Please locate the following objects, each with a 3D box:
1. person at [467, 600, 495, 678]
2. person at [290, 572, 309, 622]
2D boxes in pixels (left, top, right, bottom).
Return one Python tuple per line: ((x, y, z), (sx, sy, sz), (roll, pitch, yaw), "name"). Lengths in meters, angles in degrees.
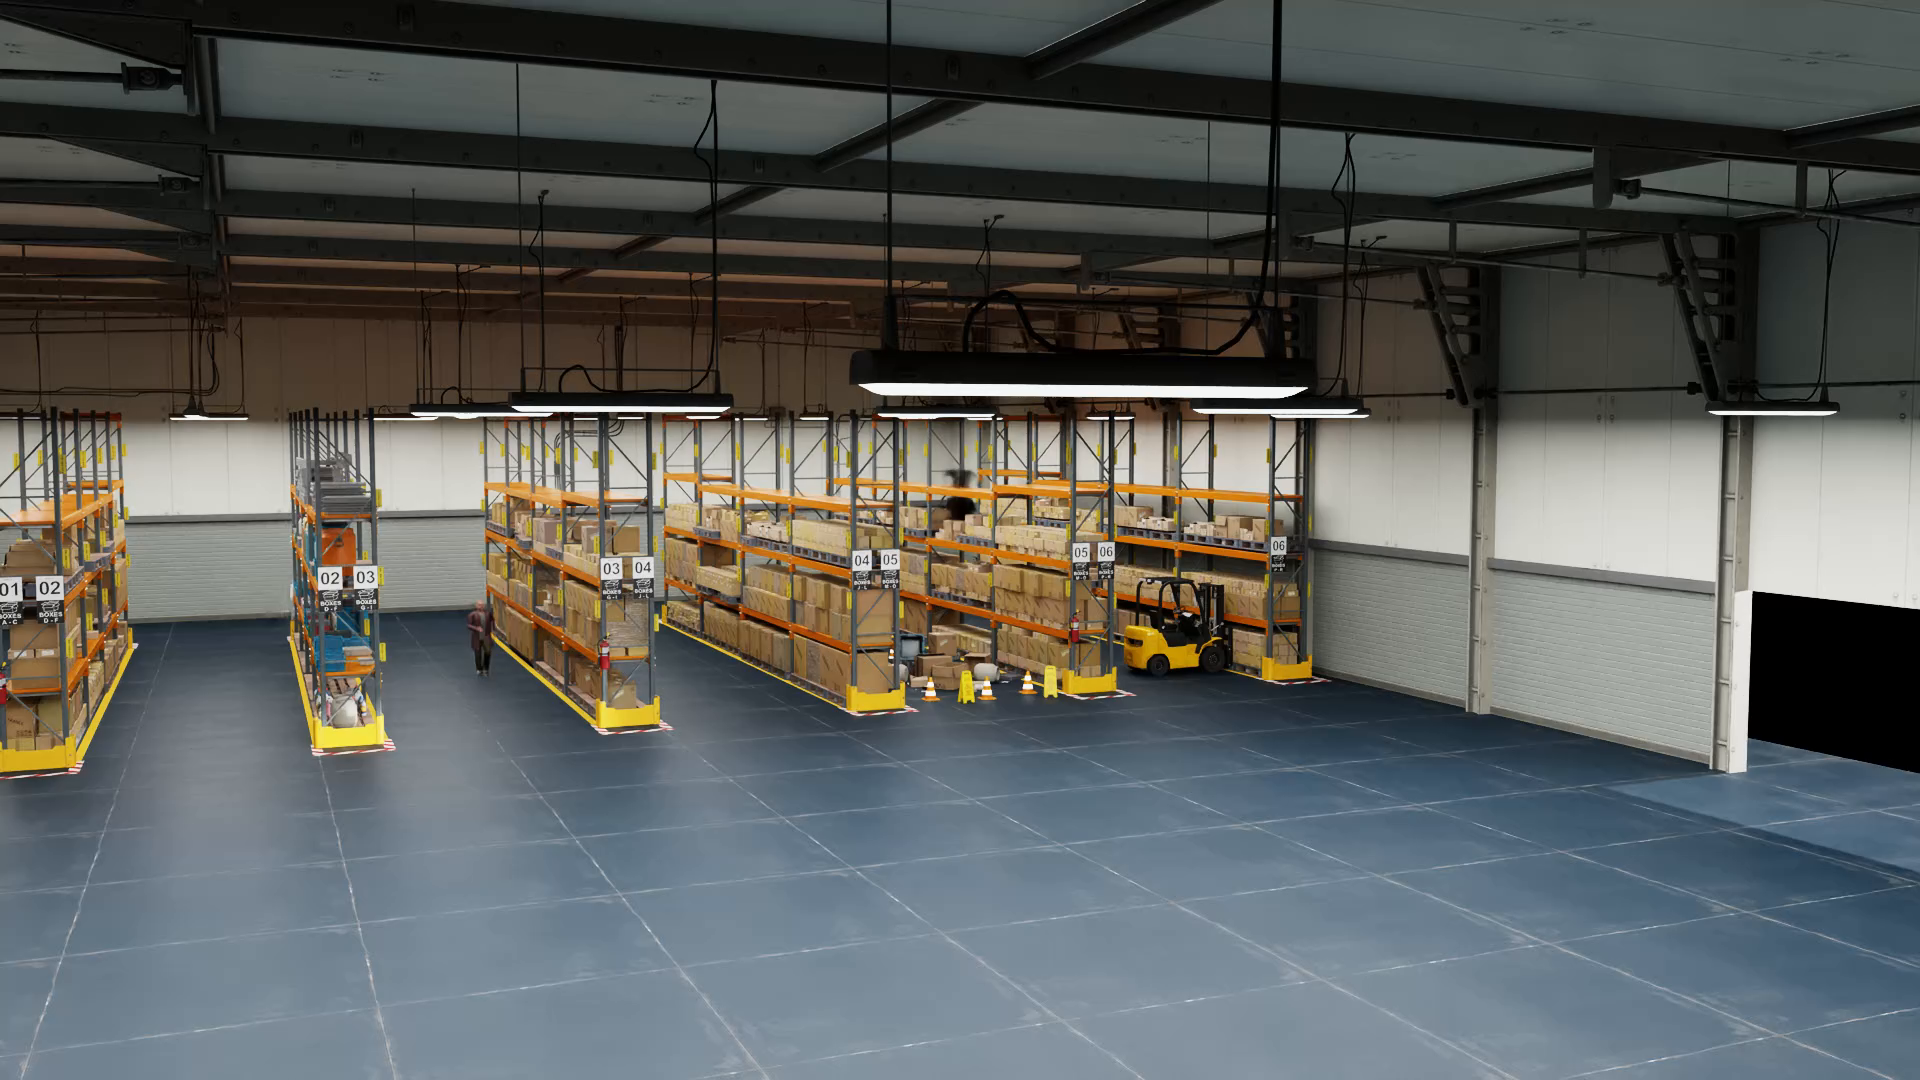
((-10.763, 2.270, 37.400), (0.649, 1.688, 0.849), (-2, 4, -23), "person")
((-18.598, 1.641, 47.028), (0.666, 1.610, 0.602), (-1, 4, -18), "person")
